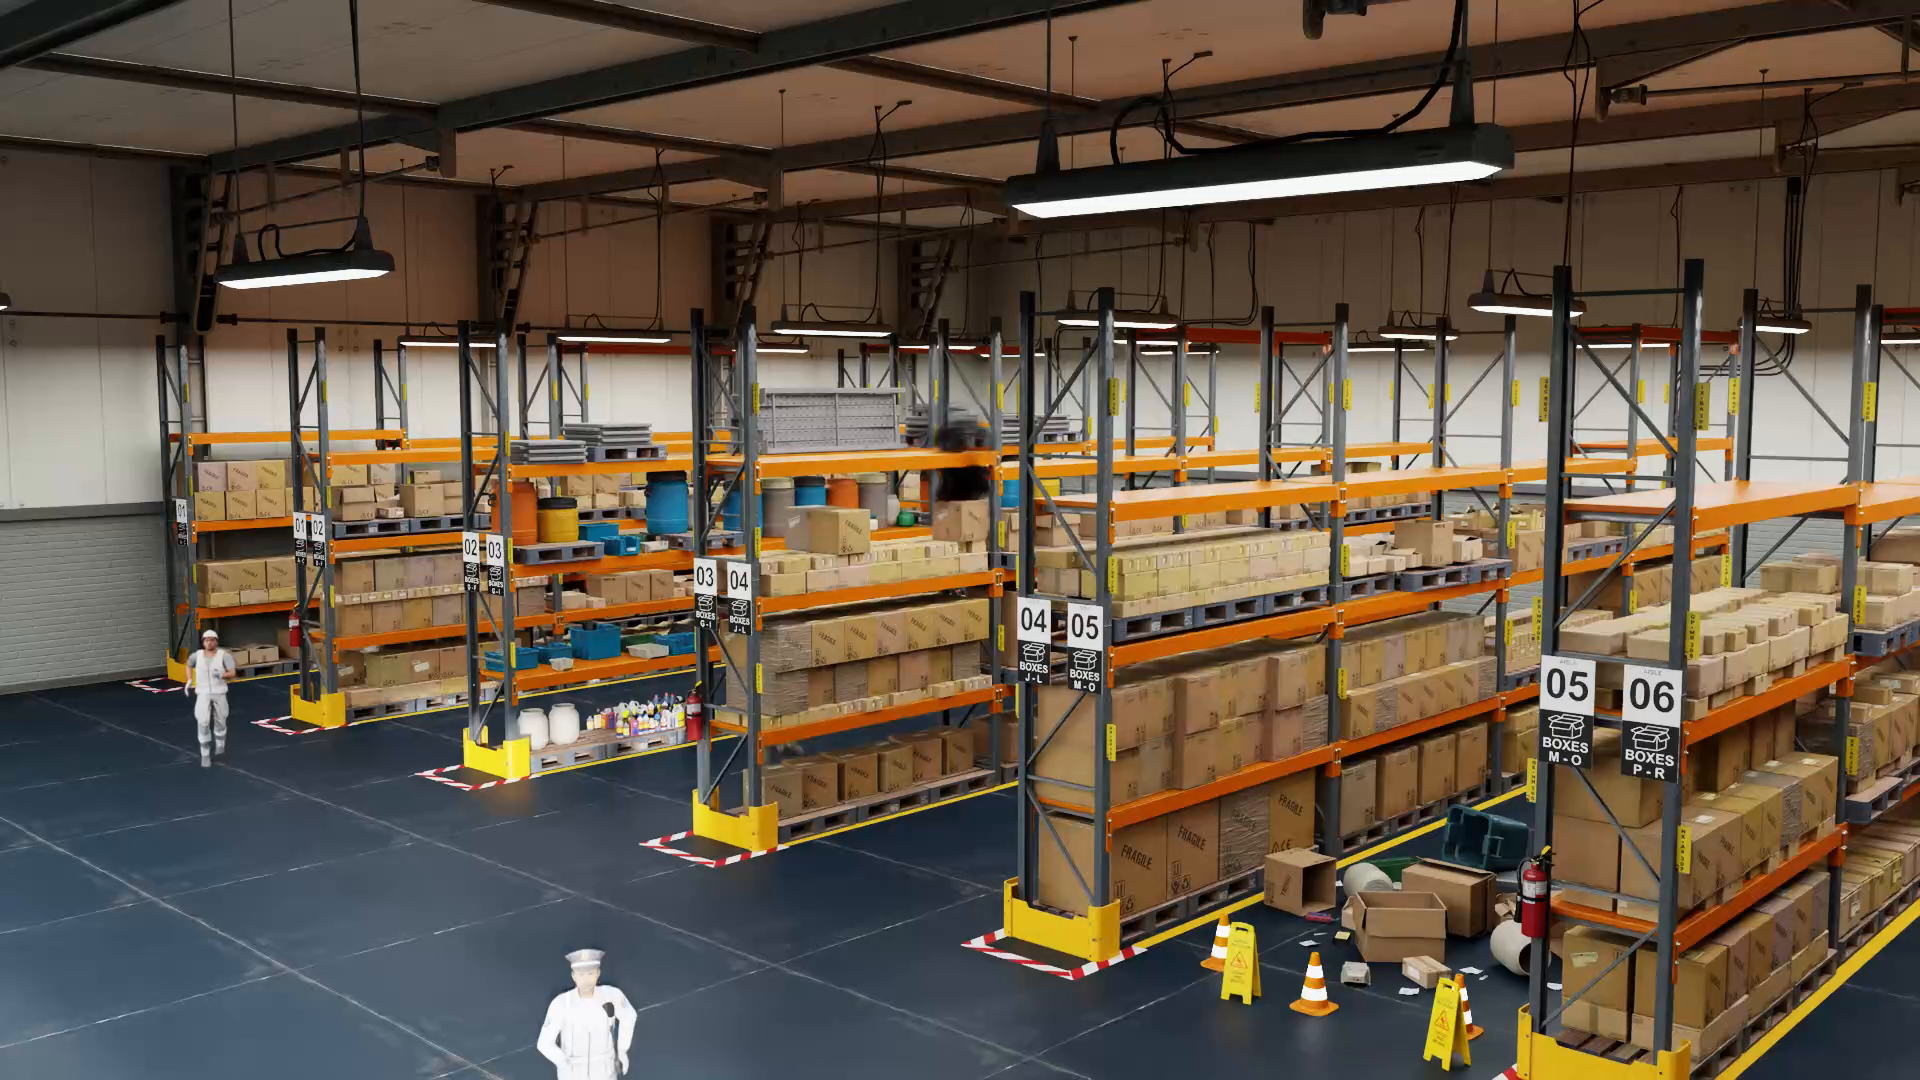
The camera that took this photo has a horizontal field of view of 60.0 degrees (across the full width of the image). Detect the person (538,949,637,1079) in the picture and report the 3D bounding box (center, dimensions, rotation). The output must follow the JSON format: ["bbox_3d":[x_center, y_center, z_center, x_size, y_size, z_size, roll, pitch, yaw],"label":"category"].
[{"bbox_3d":[-2.308,3.349,10.358,0.616,1.693,0.900,-1,6,-15],"label":"person"}]

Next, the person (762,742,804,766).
[{"bbox_3d":[-2.379,2.266,21.679,0.668,1.739,0.803,3,6,31],"label":"person"}]

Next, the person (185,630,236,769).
[{"bbox_3d":[-10.204,2.142,22.656,0.651,1.847,0.783,-2,6,-23],"label":"person"}]

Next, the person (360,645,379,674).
[{"bbox_3d":[-9.783,1.697,27.631,0.688,1.814,0.755,5,7,40],"label":"person"}]
